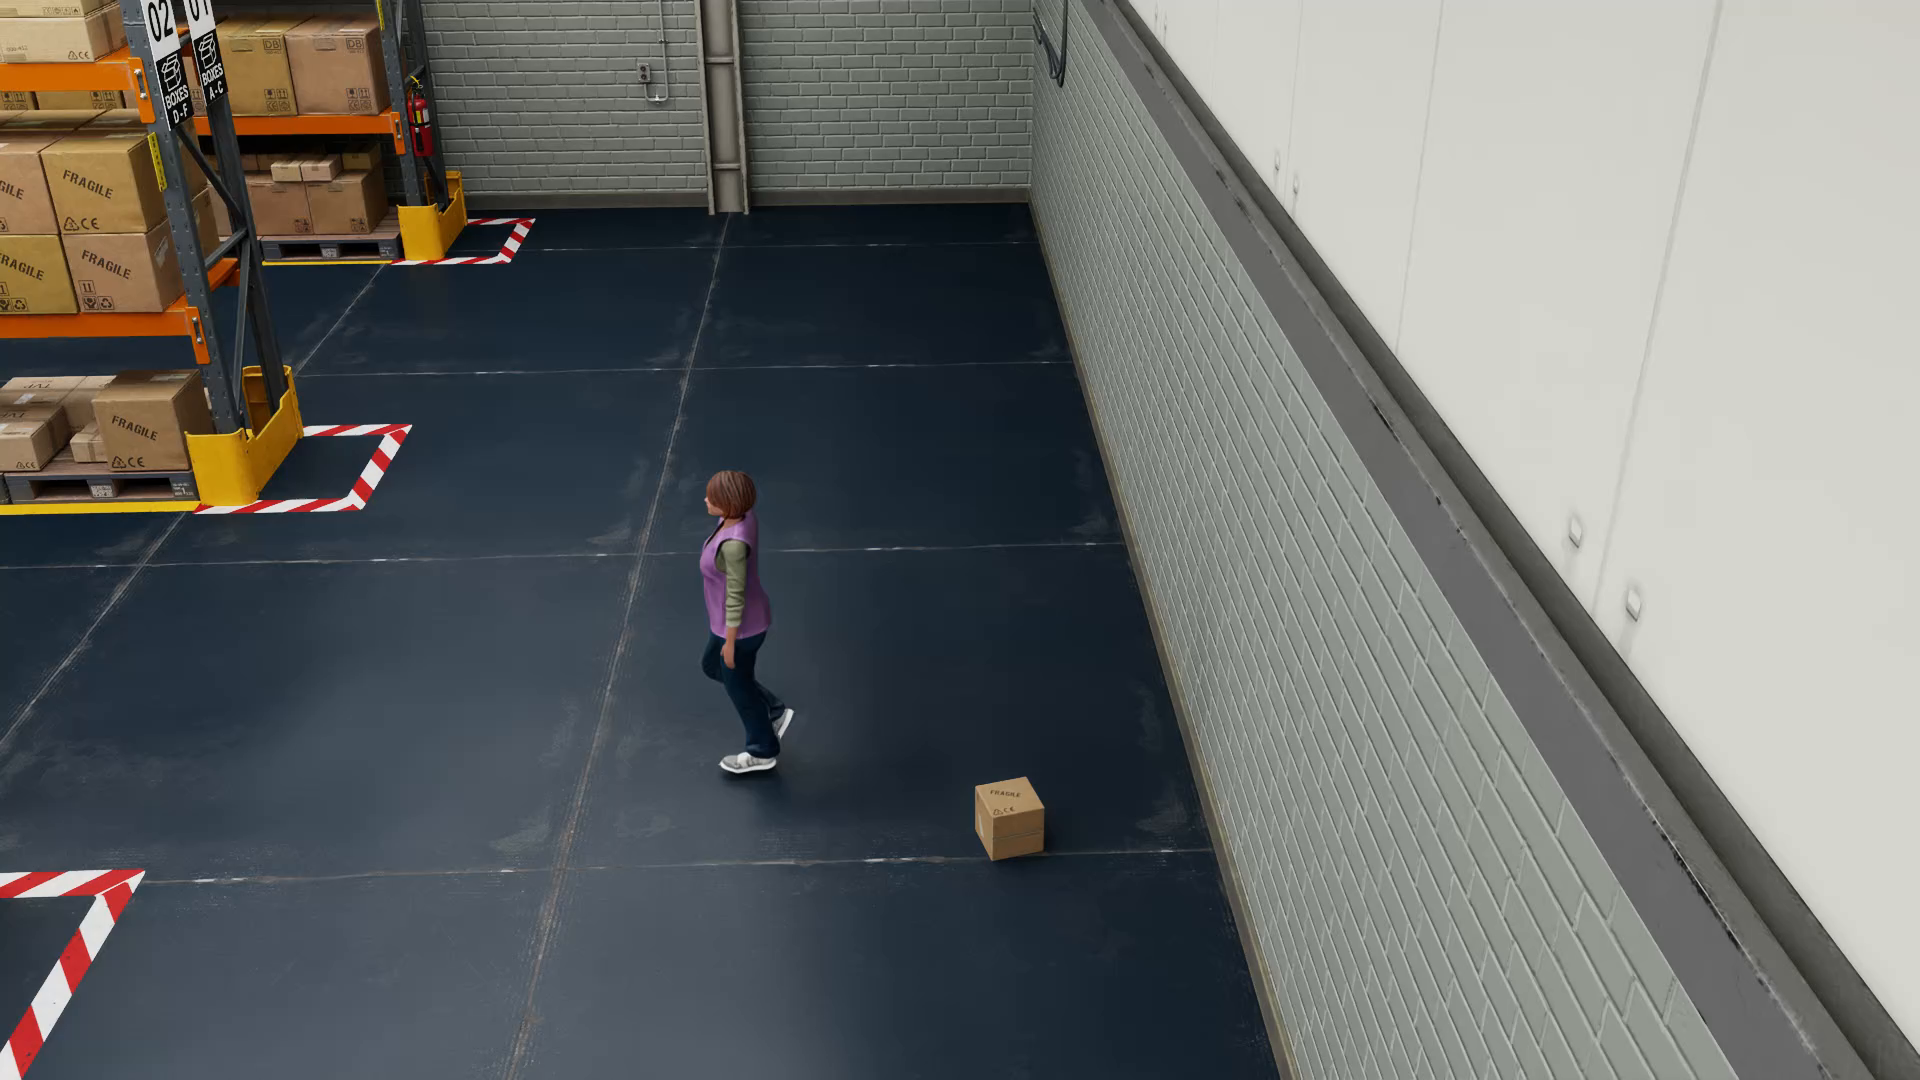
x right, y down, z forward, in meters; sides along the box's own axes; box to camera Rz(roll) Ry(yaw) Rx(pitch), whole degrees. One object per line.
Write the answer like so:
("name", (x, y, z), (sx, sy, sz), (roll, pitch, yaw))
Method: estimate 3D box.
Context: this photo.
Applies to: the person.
("person", (-1.033, 0.390, 7.850), (0.438, 1.591, 0.455), (-1, 28, -2))
